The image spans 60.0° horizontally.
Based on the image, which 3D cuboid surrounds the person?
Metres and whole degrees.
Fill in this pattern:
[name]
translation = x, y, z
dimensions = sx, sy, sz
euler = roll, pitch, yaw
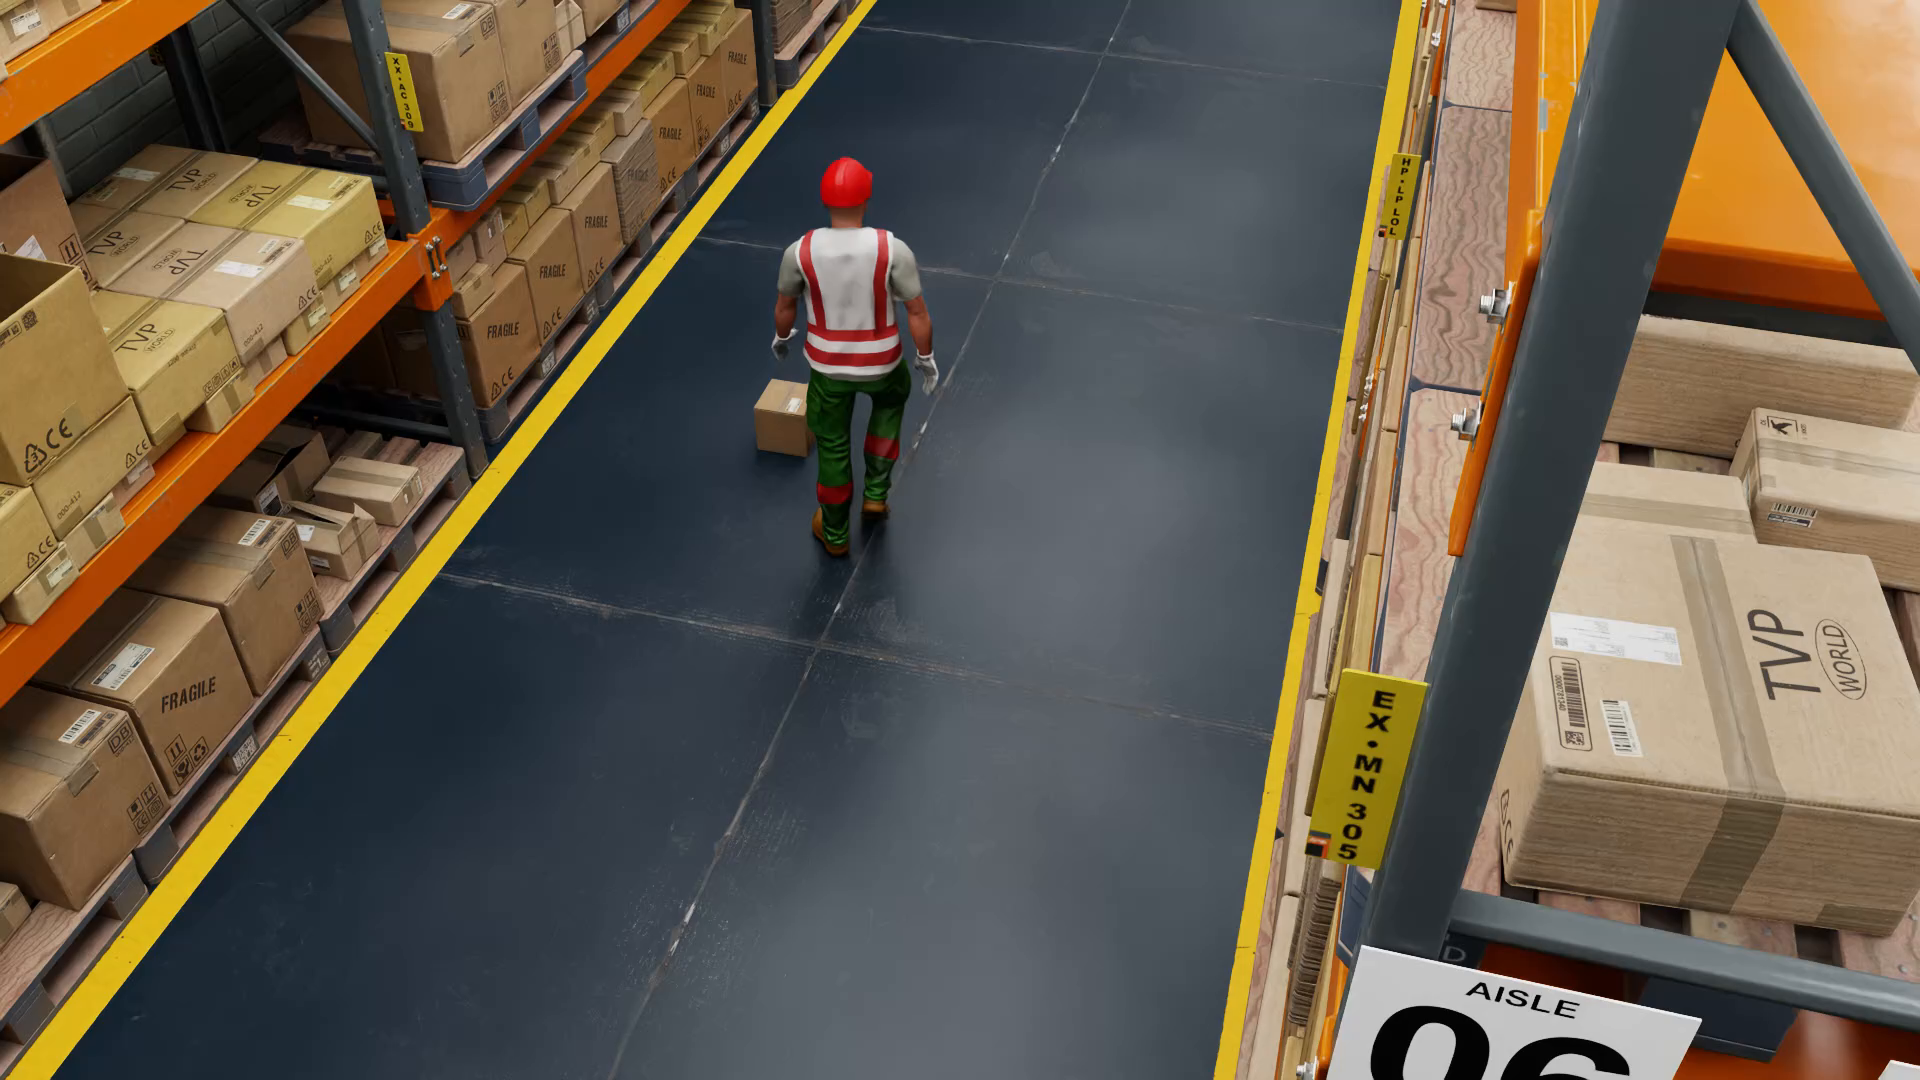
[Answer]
[person]
translation = -0.399, -0.913, 7.195
dimensions = 0.673, 1.727, 1.047
euler = 4, 41, 5
